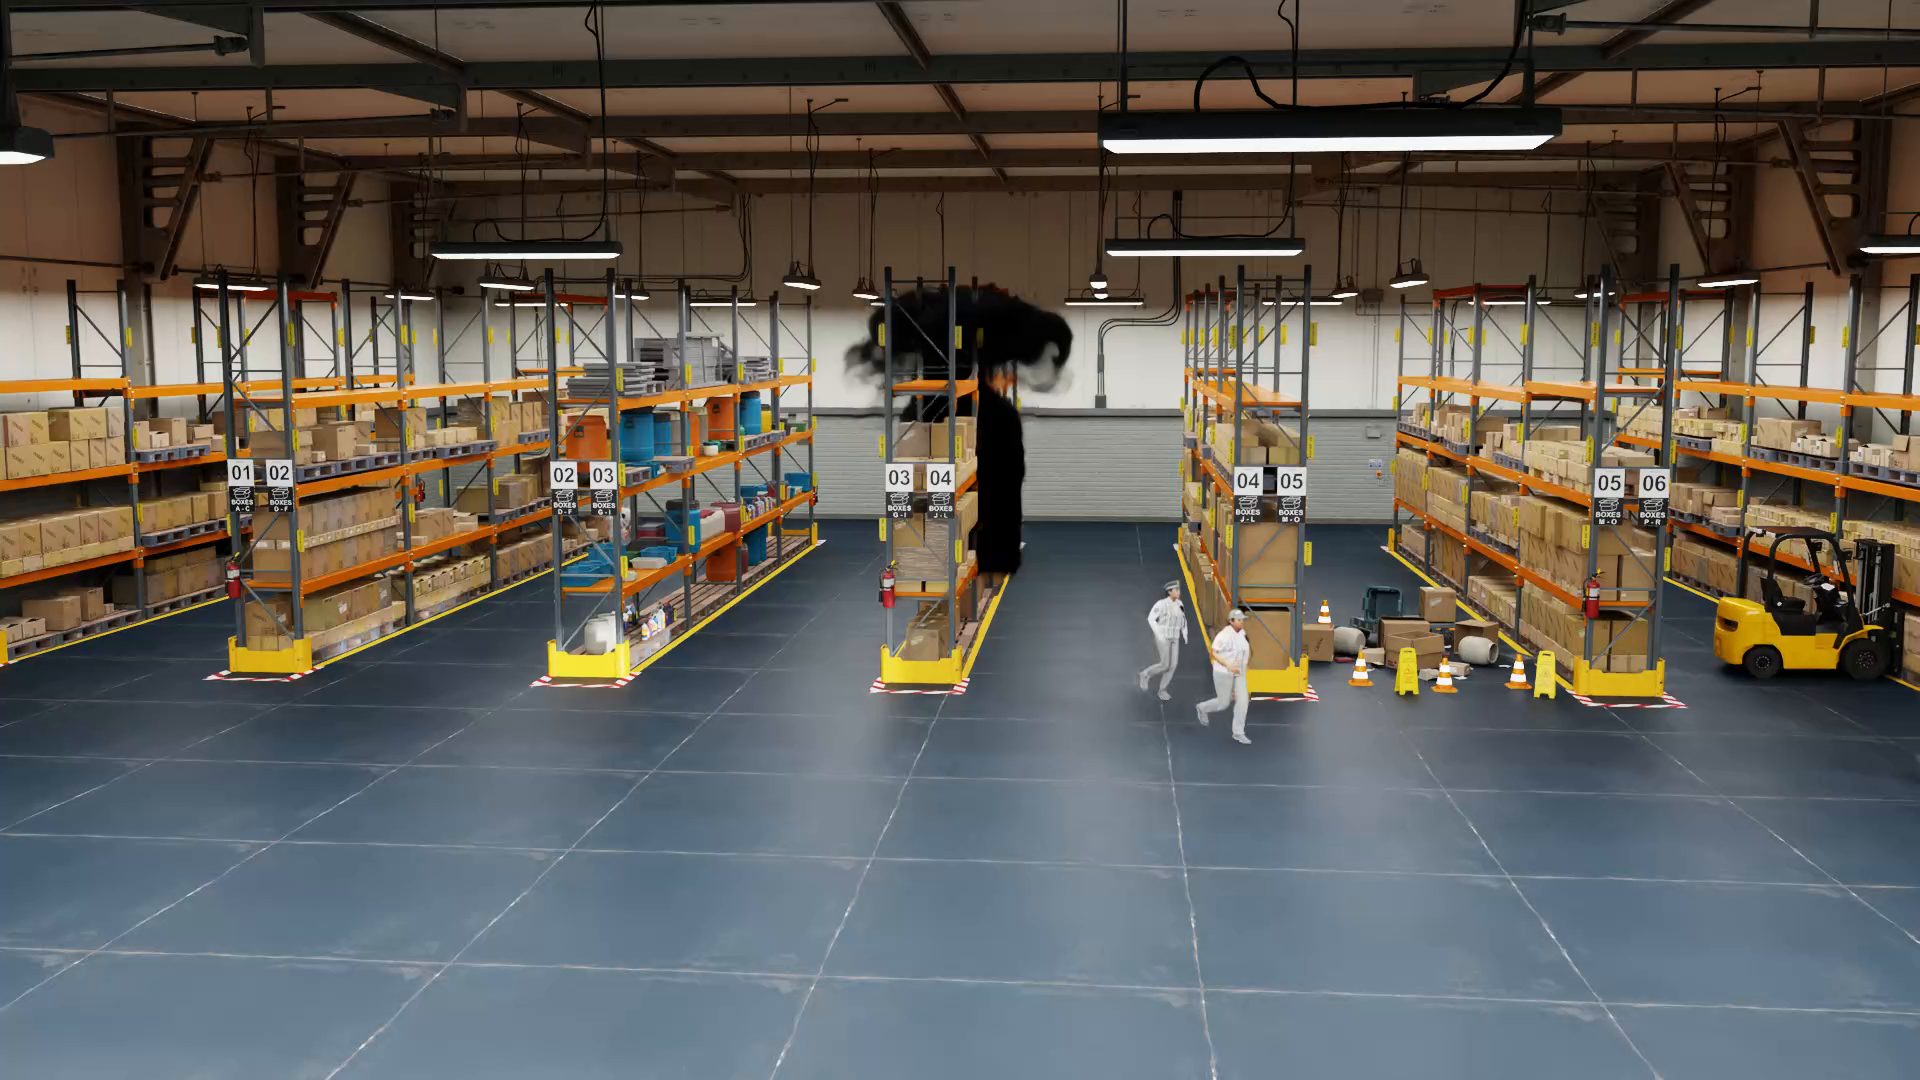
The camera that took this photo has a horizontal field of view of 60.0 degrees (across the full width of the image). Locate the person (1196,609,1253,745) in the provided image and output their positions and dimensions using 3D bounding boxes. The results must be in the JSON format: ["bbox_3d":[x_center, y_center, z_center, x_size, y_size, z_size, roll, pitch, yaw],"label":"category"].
[{"bbox_3d":[3.356,1.680,20.845,0.630,1.660,0.859,-6,9,-42],"label":"person"}]

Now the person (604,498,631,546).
[{"bbox_3d":[-7.100,-0.068,34.747,0.688,1.770,0.832,0,7,4],"label":"person"}]

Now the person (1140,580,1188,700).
[{"bbox_3d":[2.911,1.368,23.324,0.653,1.647,0.559,-5,8,-35],"label":"person"}]
